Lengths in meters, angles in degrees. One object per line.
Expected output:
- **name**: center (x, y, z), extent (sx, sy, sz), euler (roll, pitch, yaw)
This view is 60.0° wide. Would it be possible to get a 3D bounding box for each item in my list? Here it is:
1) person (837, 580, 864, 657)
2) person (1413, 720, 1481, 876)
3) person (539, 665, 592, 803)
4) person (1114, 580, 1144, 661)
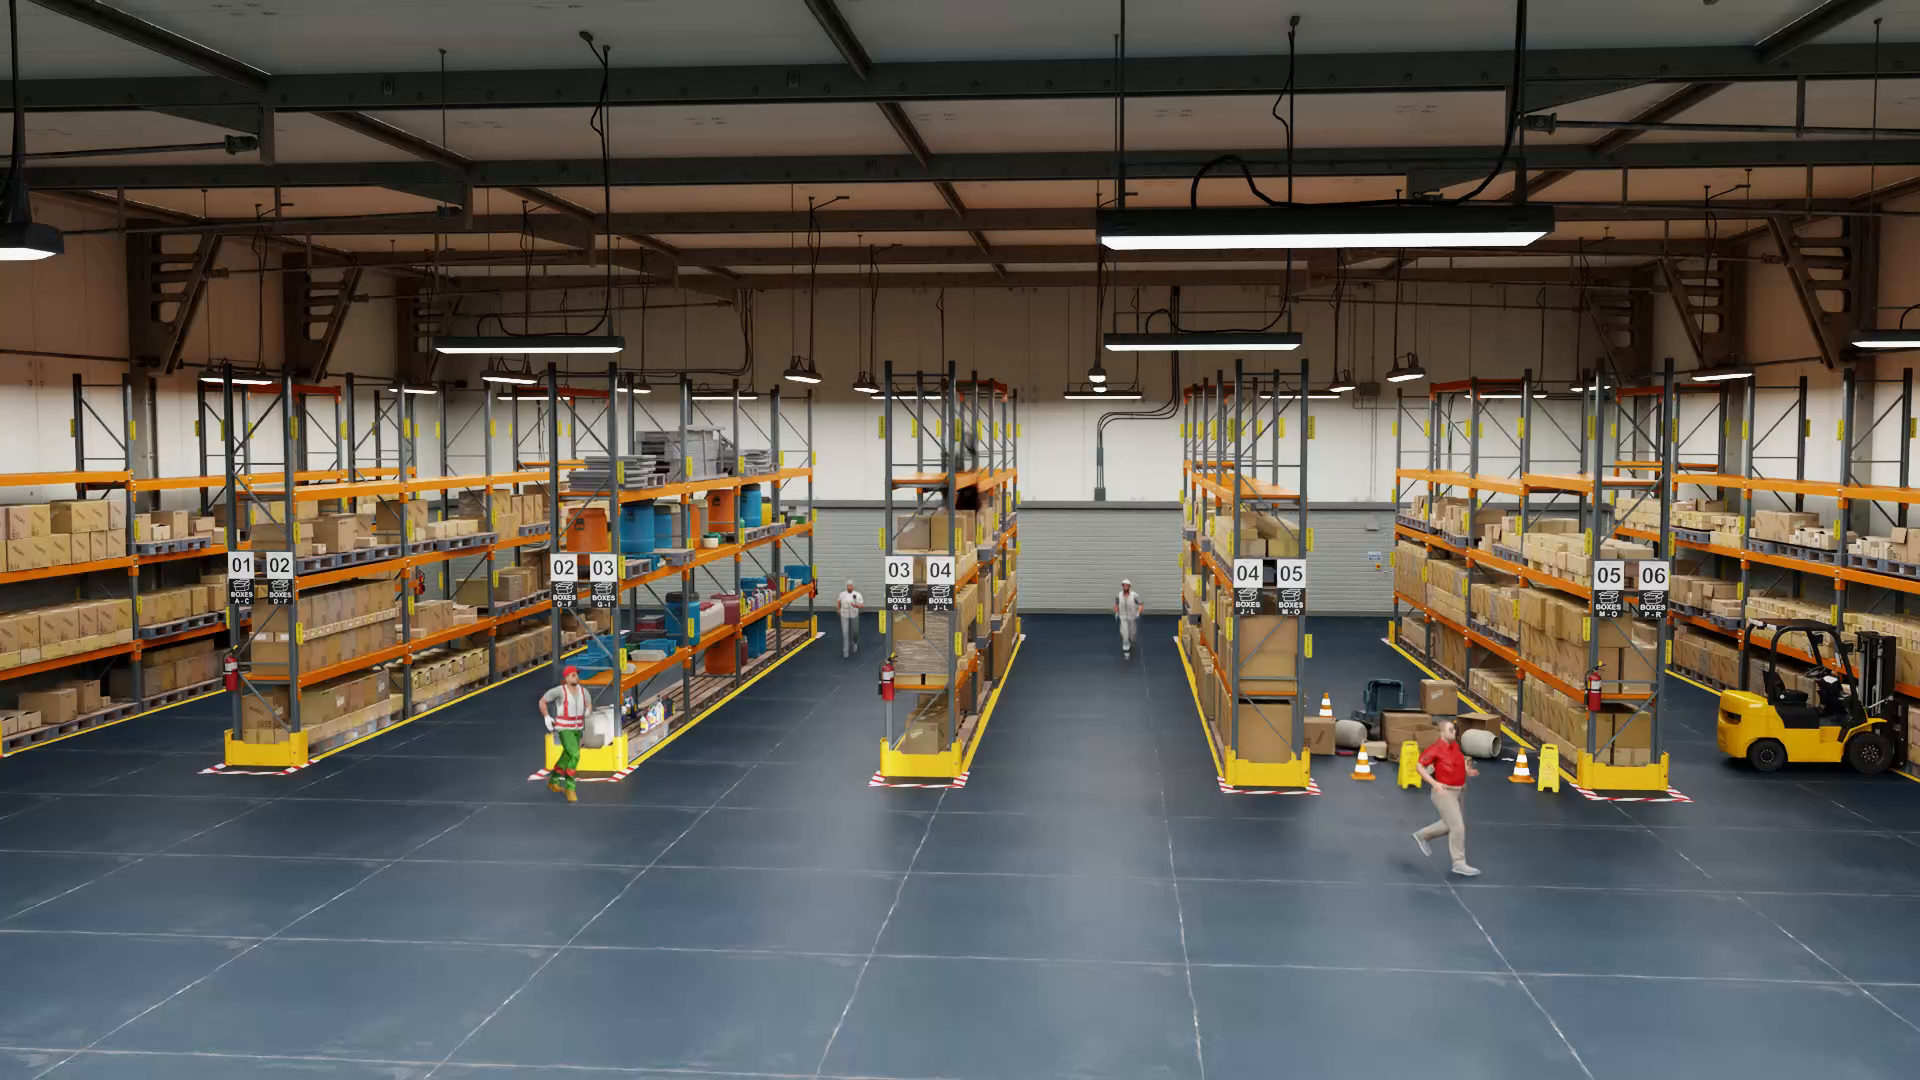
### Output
- **person**: center (-2.442, 1.723, 36.955), extent (0.603, 1.662, 0.939), euler (0, 4, -2)
- **person**: center (5.537, 2.899, 18.914), extent (0.674, 1.696, 0.901), euler (-4, 5, -43)
- **person**: center (-5.349, 2.620, 22.732), extent (0.725, 1.829, 0.674), euler (2, 5, 34)
- **person**: center (3.677, 1.735, 36.278), extent (0.657, 1.765, 0.741), euler (1, 4, 15)
